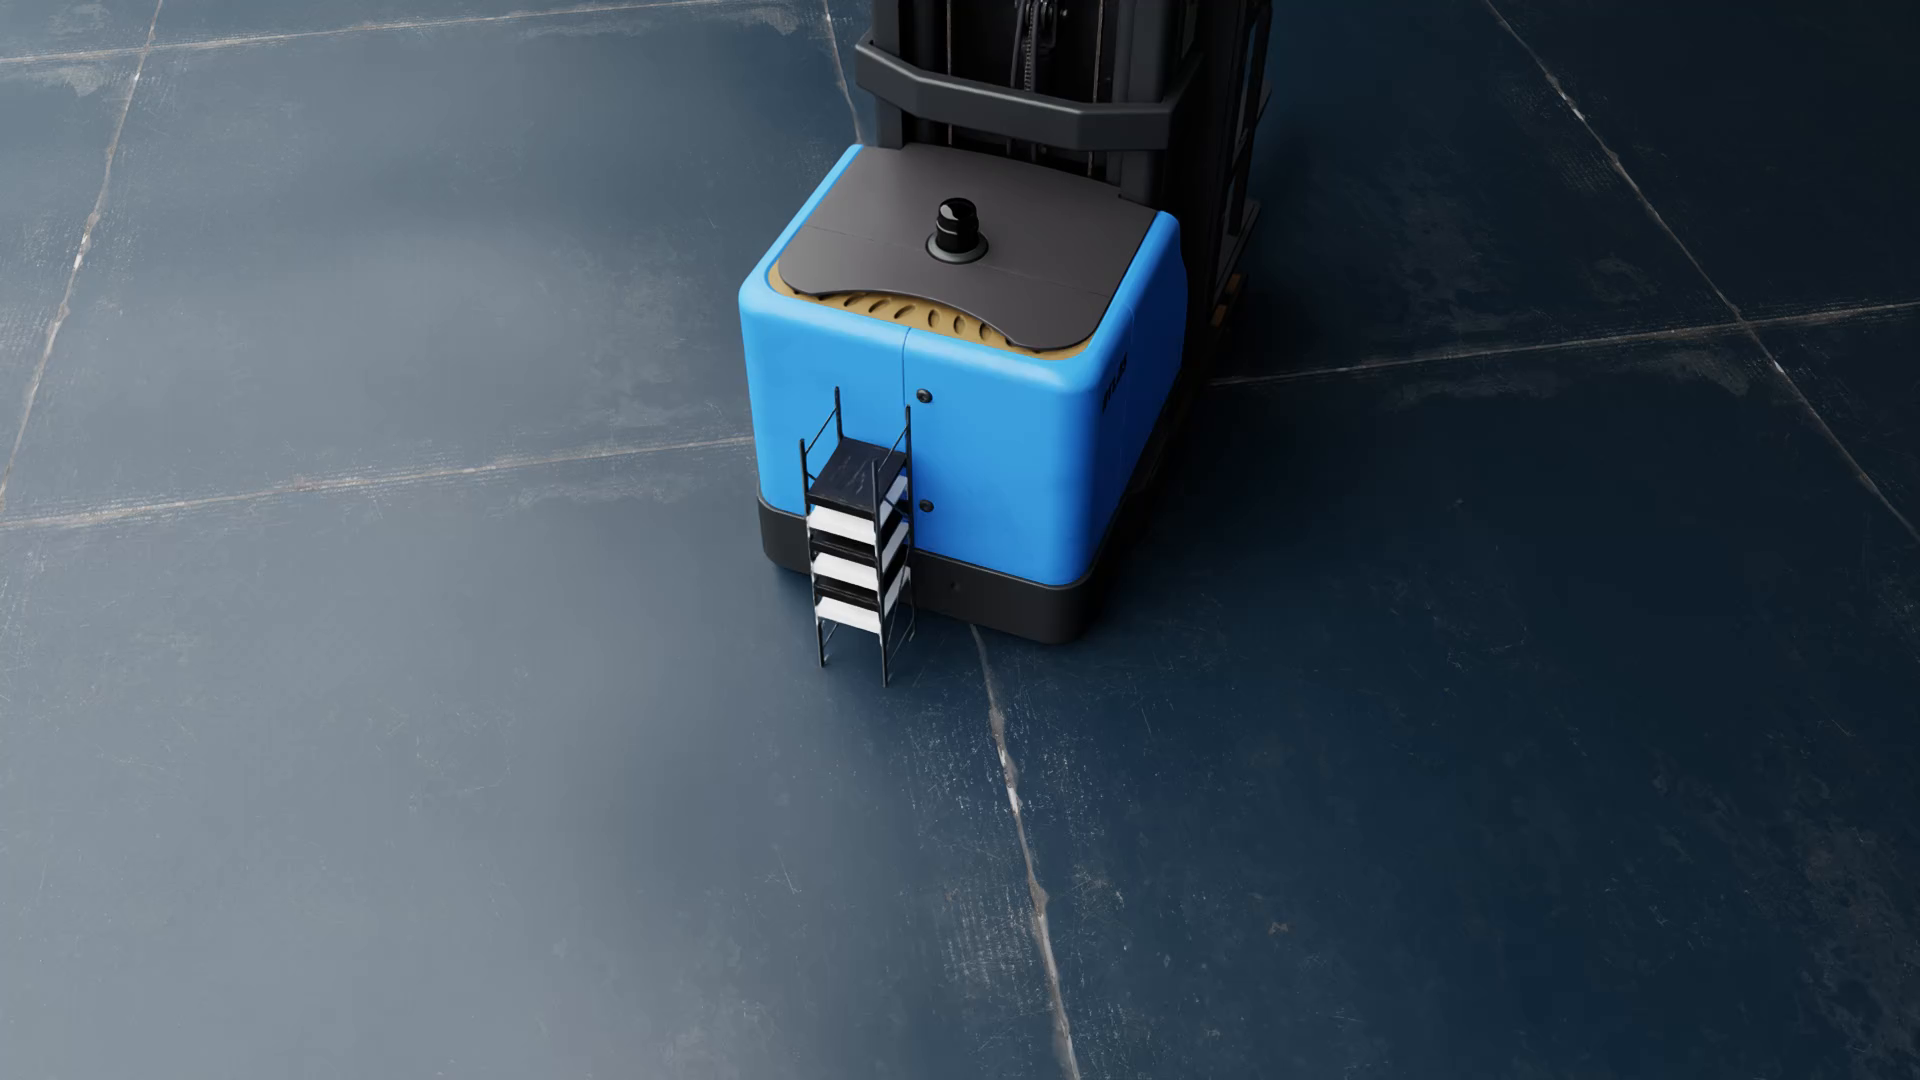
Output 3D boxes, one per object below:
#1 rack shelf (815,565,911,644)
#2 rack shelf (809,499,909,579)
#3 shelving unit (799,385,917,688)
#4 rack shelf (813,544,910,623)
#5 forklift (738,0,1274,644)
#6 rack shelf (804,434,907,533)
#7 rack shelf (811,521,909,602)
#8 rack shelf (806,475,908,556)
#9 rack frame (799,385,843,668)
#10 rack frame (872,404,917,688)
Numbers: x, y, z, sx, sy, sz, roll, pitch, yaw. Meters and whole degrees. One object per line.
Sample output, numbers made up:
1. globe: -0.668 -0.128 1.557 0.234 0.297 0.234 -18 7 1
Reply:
1. rack shelf: -0.270 0.159 4.768 0.200 0.077 0.258 16 48 15
2. rack shelf: -0.270 -0.029 4.574 0.200 0.077 0.258 16 48 15
3. shelving unit: -0.270 0.011 4.615 0.210 0.900 0.258 16 48 15
4. rack shelf: -0.270 0.096 4.704 0.200 0.077 0.258 16 48 15
5. forklift: 0.398 -1.792 4.941 1.130 2.935 3.031 16 48 15
6. rack shelf: -0.270 -0.154 4.444 0.200 0.077 0.258 16 48 15
7. rack shelf: -0.270 0.034 4.639 0.200 0.077 0.258 16 48 15
8. rack shelf: -0.270 -0.091 4.509 0.200 0.077 0.258 16 48 15
9. rack frame: -0.365 -0.016 4.641 0.006 0.900 0.240 16 48 15
10. rack frame: -0.176 0.037 4.589 0.006 0.900 0.240 16 48 15
